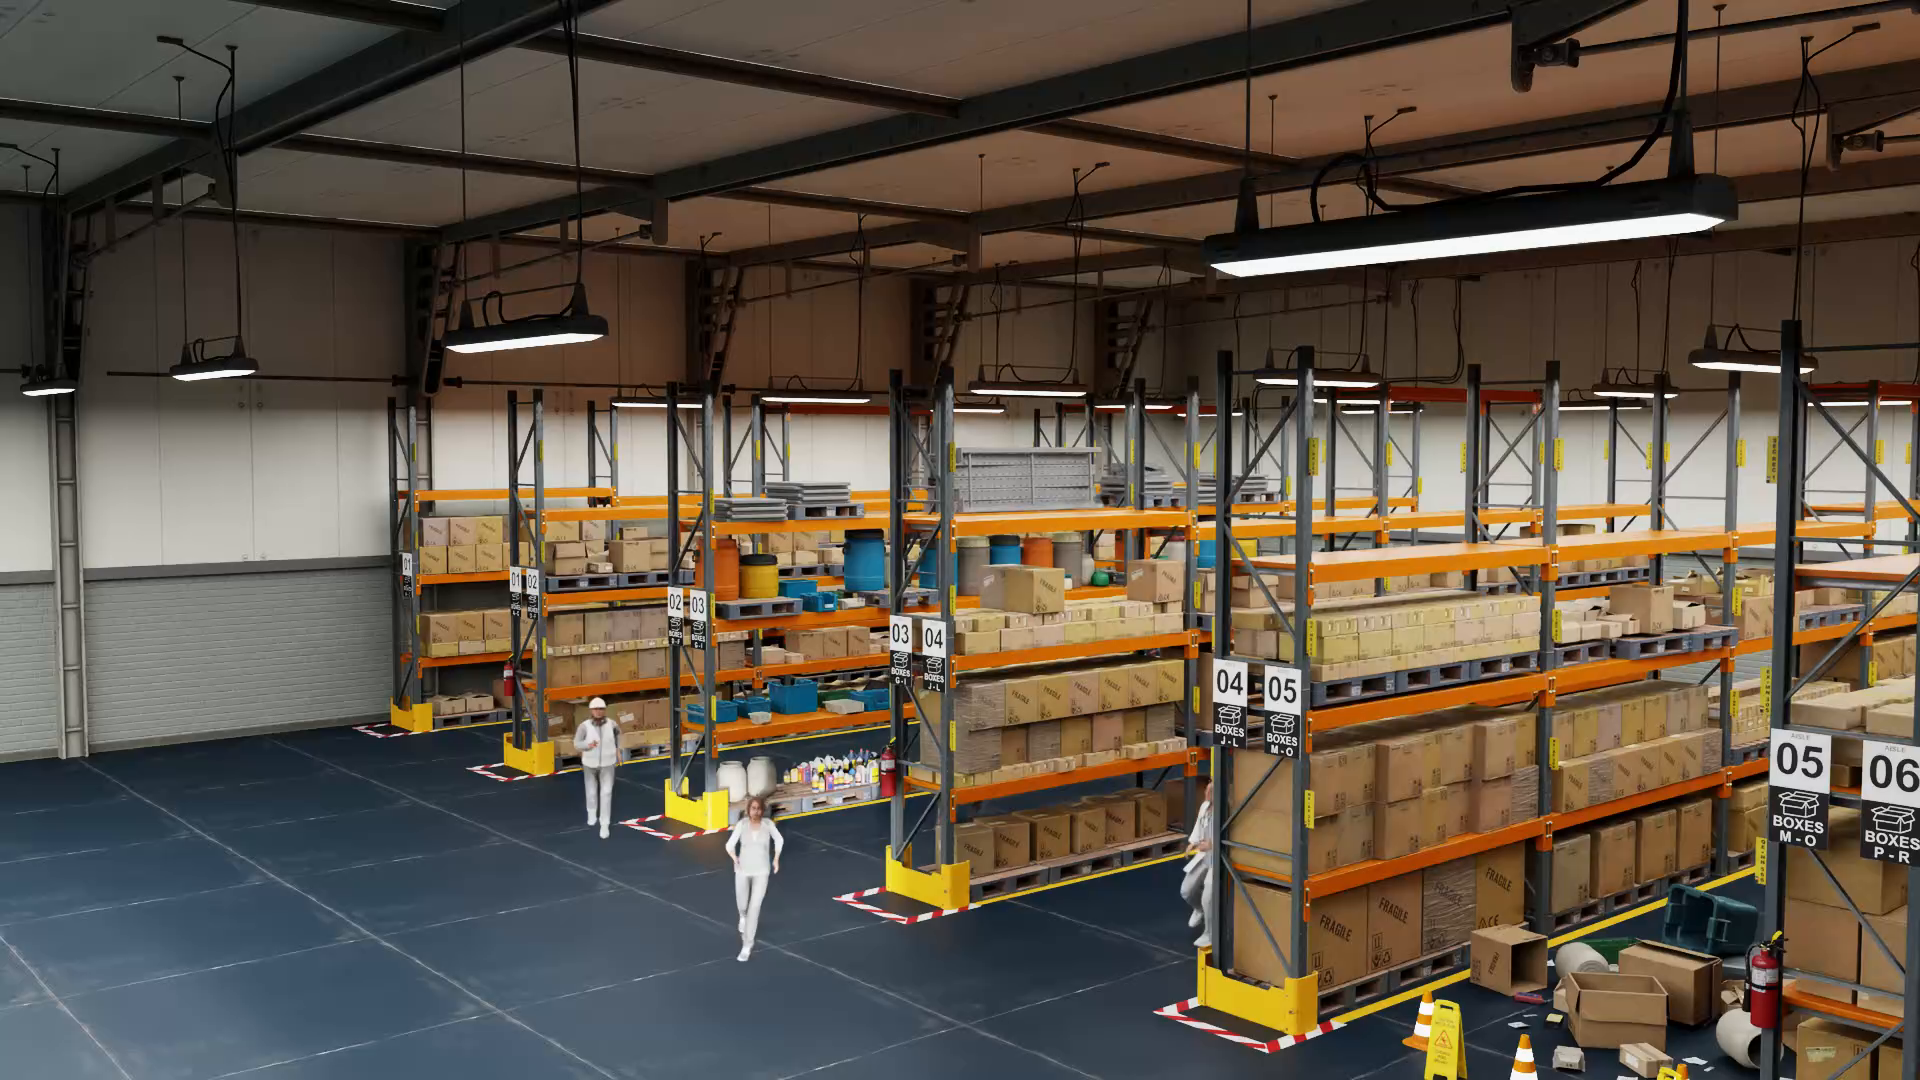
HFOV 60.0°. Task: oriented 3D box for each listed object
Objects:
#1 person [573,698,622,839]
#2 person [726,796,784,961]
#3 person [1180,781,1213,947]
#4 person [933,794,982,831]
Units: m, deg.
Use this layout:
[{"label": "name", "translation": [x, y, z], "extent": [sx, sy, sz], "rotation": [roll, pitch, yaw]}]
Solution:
[{"label": "person", "translation": [-4.784, 2.966, 21.991], "extent": [0.645, 1.783, 0.947], "rotation": [-1, 3, -16]}, {"label": "person", "translation": [-2.086, 3.385, 16.886], "extent": [0.575, 1.576, 0.883], "rotation": [0, 3, -2]}, {"label": "person", "translation": [2.598, 3.323, 17.125], "extent": [0.818, 1.725, 0.554], "rotation": [3, 5, 45]}, {"label": "person", "translation": [-0.018, 3.054, 22.460], "extent": [0.576, 1.667, 0.944], "rotation": [2, 4, 35]}]
